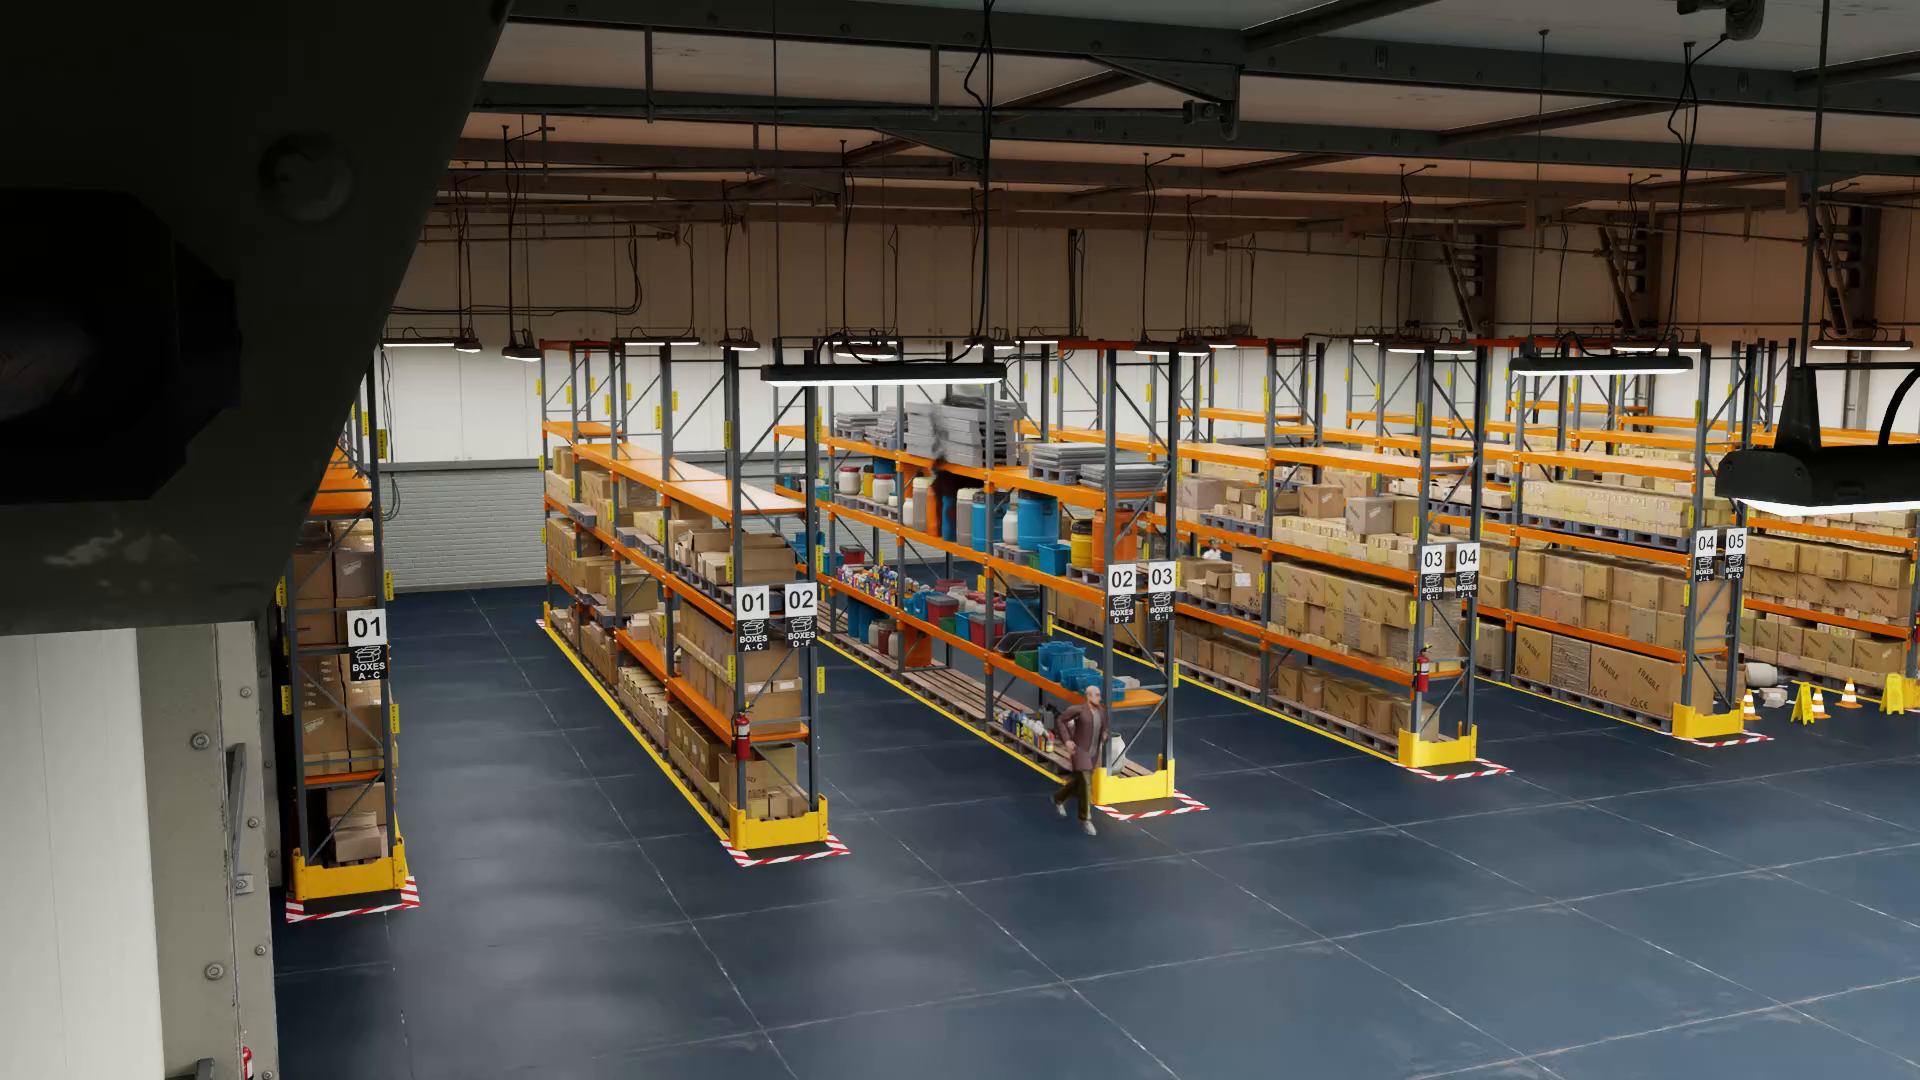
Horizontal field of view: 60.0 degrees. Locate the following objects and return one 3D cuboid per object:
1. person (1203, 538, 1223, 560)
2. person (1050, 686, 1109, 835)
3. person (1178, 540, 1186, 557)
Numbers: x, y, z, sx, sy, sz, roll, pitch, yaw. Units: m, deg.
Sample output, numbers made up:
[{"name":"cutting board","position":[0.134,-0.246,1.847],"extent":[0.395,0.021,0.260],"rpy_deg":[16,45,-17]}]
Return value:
[{"name":"person","position":[5.507,0.814,36.134],"extent":[0.631,1.770,0.739],"rpy_deg":[-3,8,-22]},{"name":"person","position":[1.587,2.731,21.143],"extent":[0.737,1.784,0.980],"rpy_deg":[-6,10,-41]},{"name":"person","position":[5.472,0.017,41.707],"extent":[0.914,1.770,0.712],"rpy_deg":[2,8,12]}]
